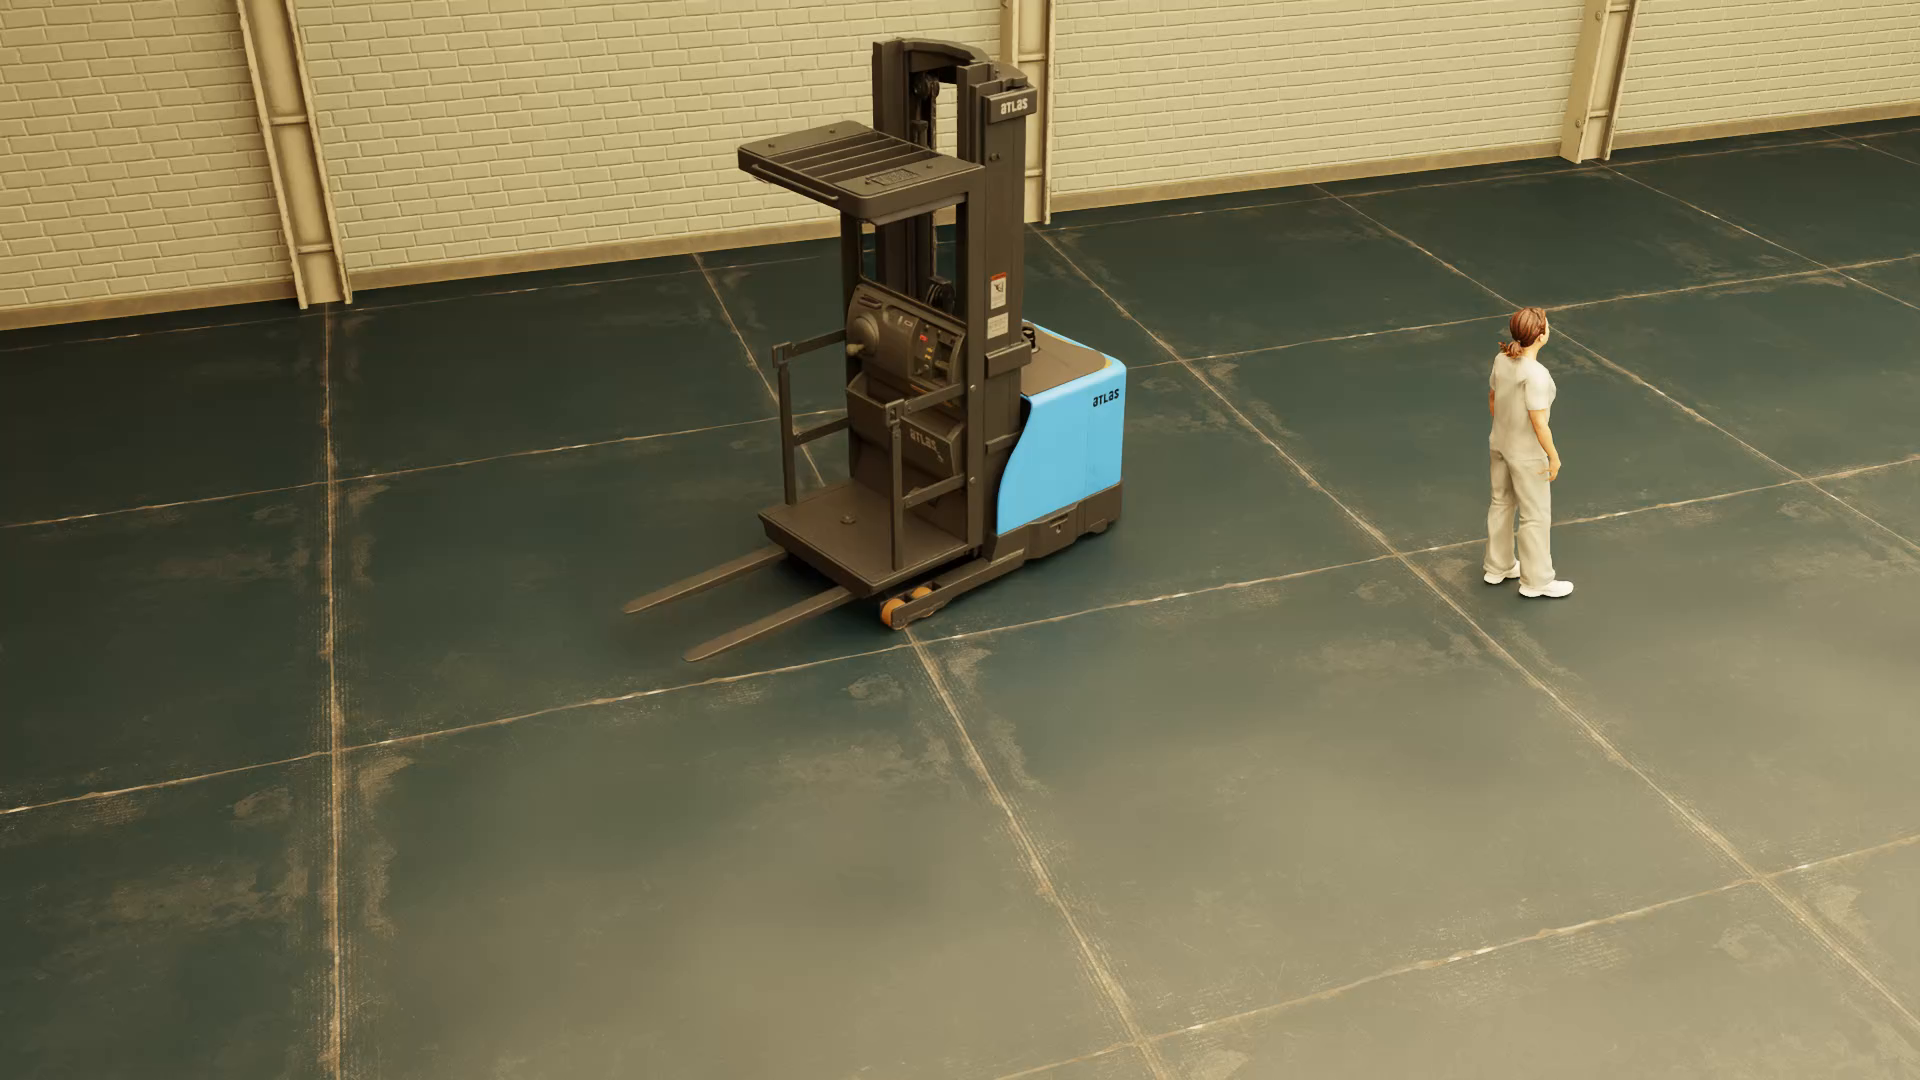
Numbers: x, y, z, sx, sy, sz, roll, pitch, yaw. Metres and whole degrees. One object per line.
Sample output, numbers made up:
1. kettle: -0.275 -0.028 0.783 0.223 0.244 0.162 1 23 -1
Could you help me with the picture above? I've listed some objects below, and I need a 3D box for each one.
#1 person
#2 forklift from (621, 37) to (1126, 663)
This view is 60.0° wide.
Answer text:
1. person: 3.160 -0.498 9.205 0.548 1.664 0.550 -9 31 -15
2. forklift: -0.461 -1.072 8.951 3.031 2.935 1.130 -23 37 -34
